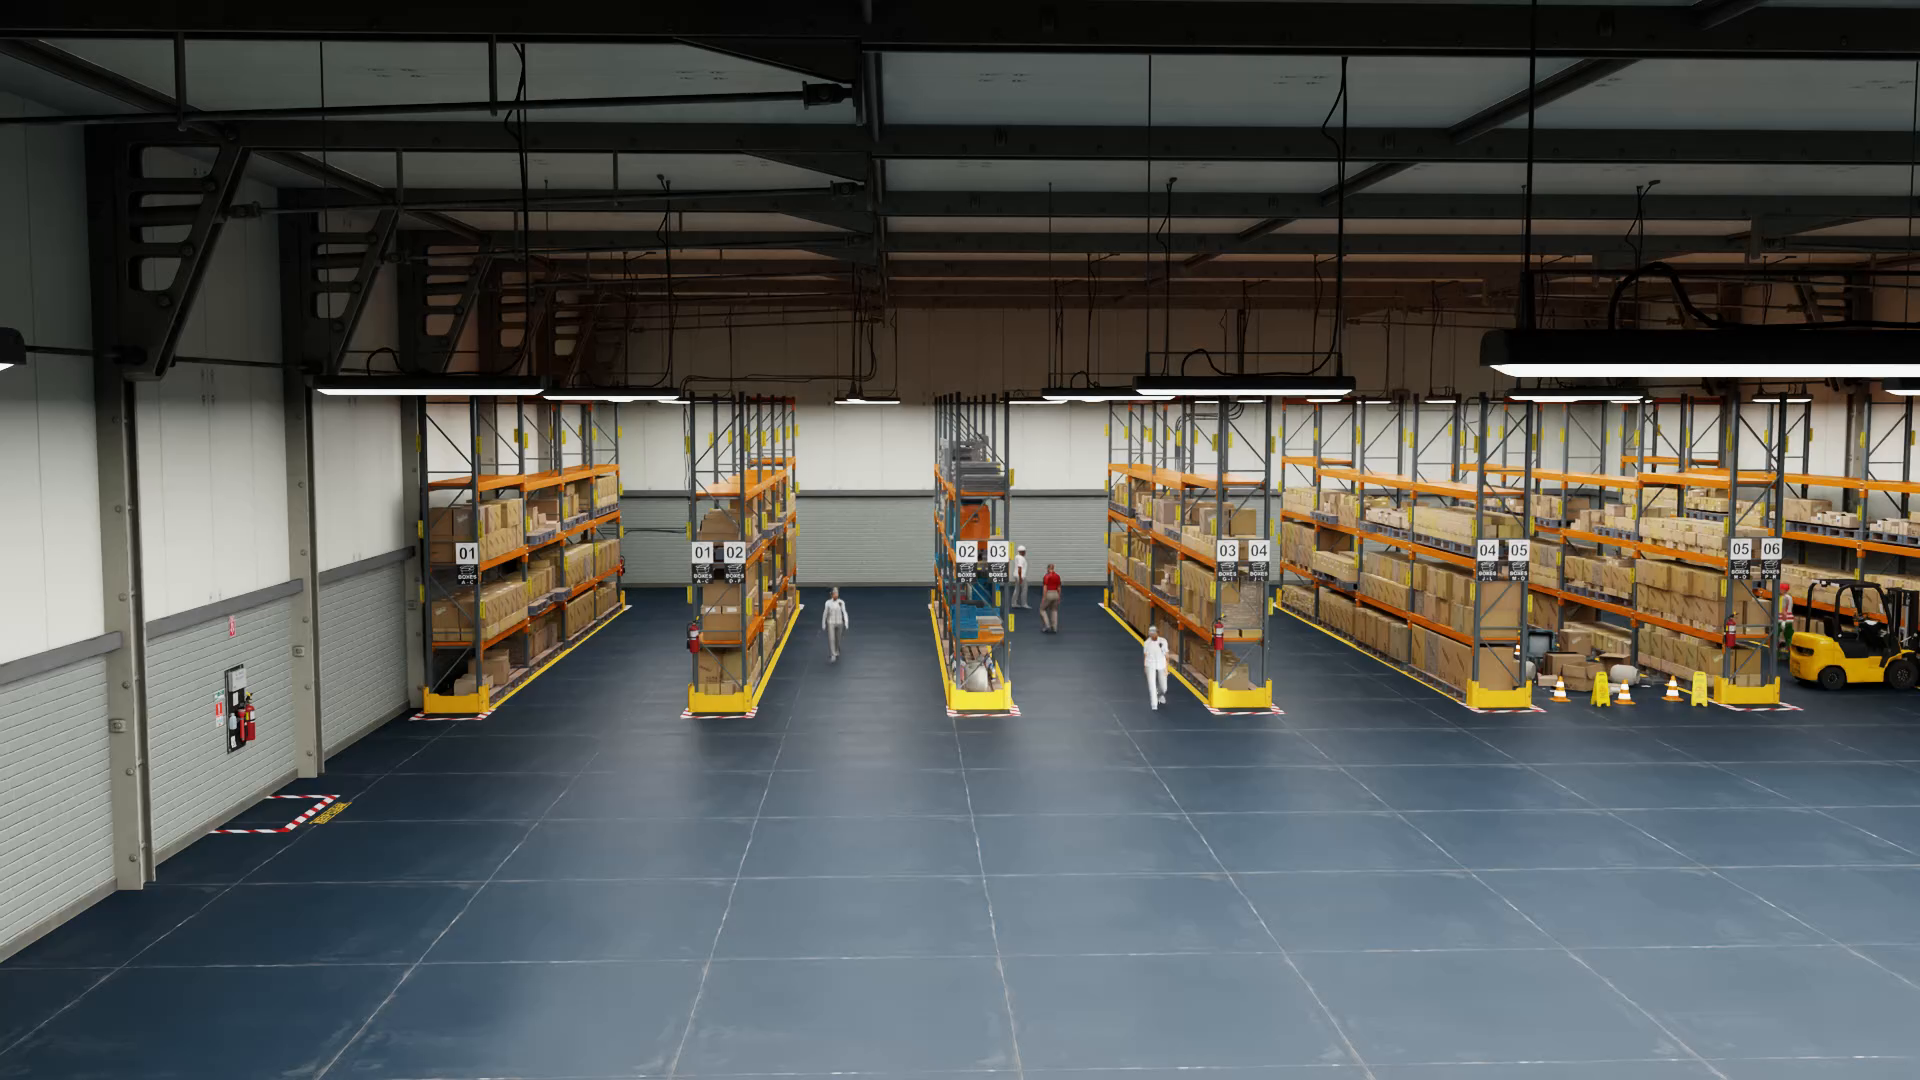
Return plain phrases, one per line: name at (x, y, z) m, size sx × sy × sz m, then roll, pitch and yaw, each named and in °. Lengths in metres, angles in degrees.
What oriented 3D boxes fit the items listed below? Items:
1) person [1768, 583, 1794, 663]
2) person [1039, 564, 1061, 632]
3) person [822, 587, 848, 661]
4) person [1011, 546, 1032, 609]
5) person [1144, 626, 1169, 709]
person at (18.449, 1.868, 37.133) m, size 0.508 × 1.806 × 0.543 m, roll -1°, pitch 5°, yaw -15°
person at (2.311, 1.481, 42.380) m, size 0.580 × 1.756 × 0.413 m, roll -3°, pitch 5°, yaw -33°
person at (-2.819, 1.873, 37.567) m, size 0.558 × 1.624 × 1.052 m, roll -1°, pitch 5°, yaw -12°
person at (1.744, 1.065, 47.324) m, size 0.587 × 1.802 × 0.620 m, roll -1°, pitch 5°, yaw -14°
person at (3.737, 2.406, 31.648) m, size 0.473 × 1.561 × 0.946 m, roll 0°, pitch 5°, yaw 6°
